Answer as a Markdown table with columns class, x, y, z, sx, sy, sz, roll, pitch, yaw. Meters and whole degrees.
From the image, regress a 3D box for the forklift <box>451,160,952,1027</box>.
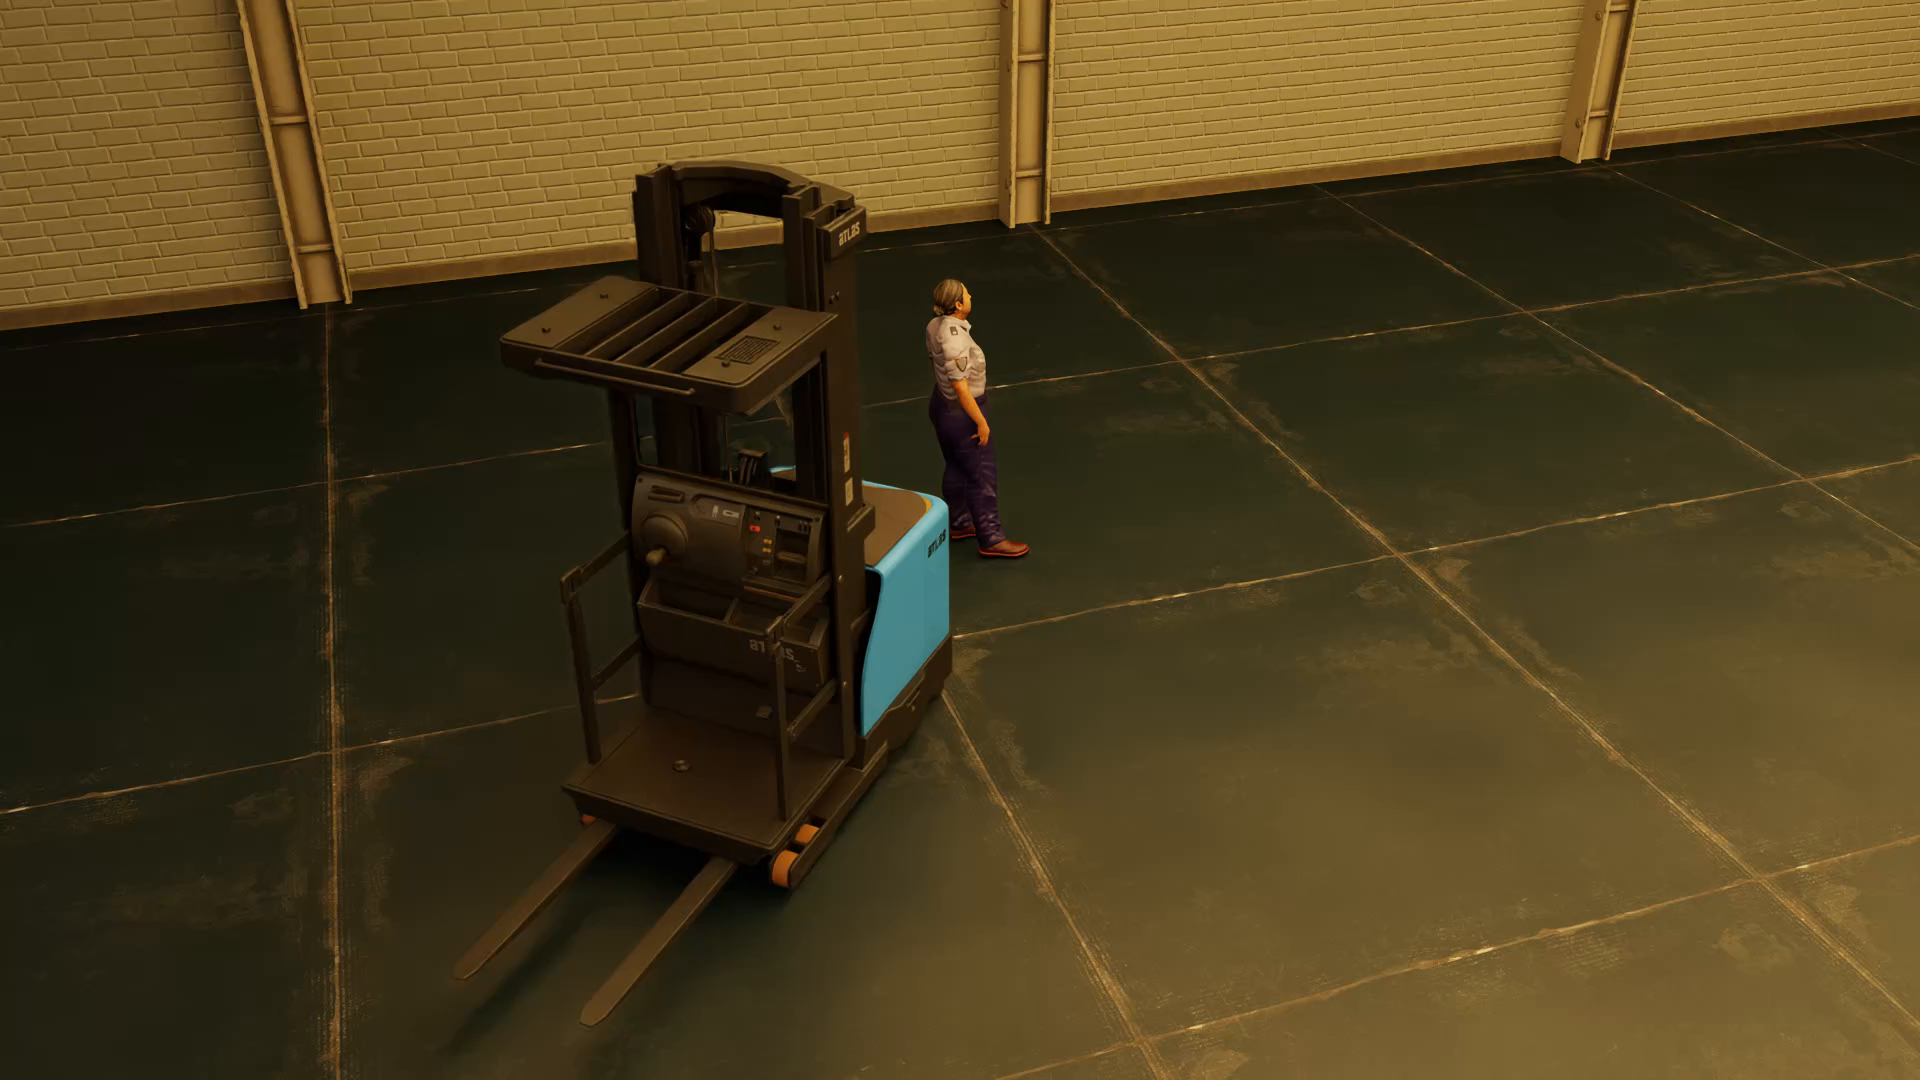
| class | x | y | z | sx | sy | sz | roll | pitch | yaw |
| --- | --- | --- | --- | --- | --- | --- | --- | --- | --- |
| forklift | -1.100 | 0.024 | 7.045 | 1.130 | 2.935 | 3.031 | 12 | 32 | 21 |

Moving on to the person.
| class | x | y | z | sx | sy | sz | roll | pitch | yaw |
| --- | --- | --- | --- | --- | --- | --- | --- | --- | --- |
| person | 0.092 | -0.724 | 9.618 | 0.503 | 1.650 | 0.599 | -10 | 31 | -16 |
